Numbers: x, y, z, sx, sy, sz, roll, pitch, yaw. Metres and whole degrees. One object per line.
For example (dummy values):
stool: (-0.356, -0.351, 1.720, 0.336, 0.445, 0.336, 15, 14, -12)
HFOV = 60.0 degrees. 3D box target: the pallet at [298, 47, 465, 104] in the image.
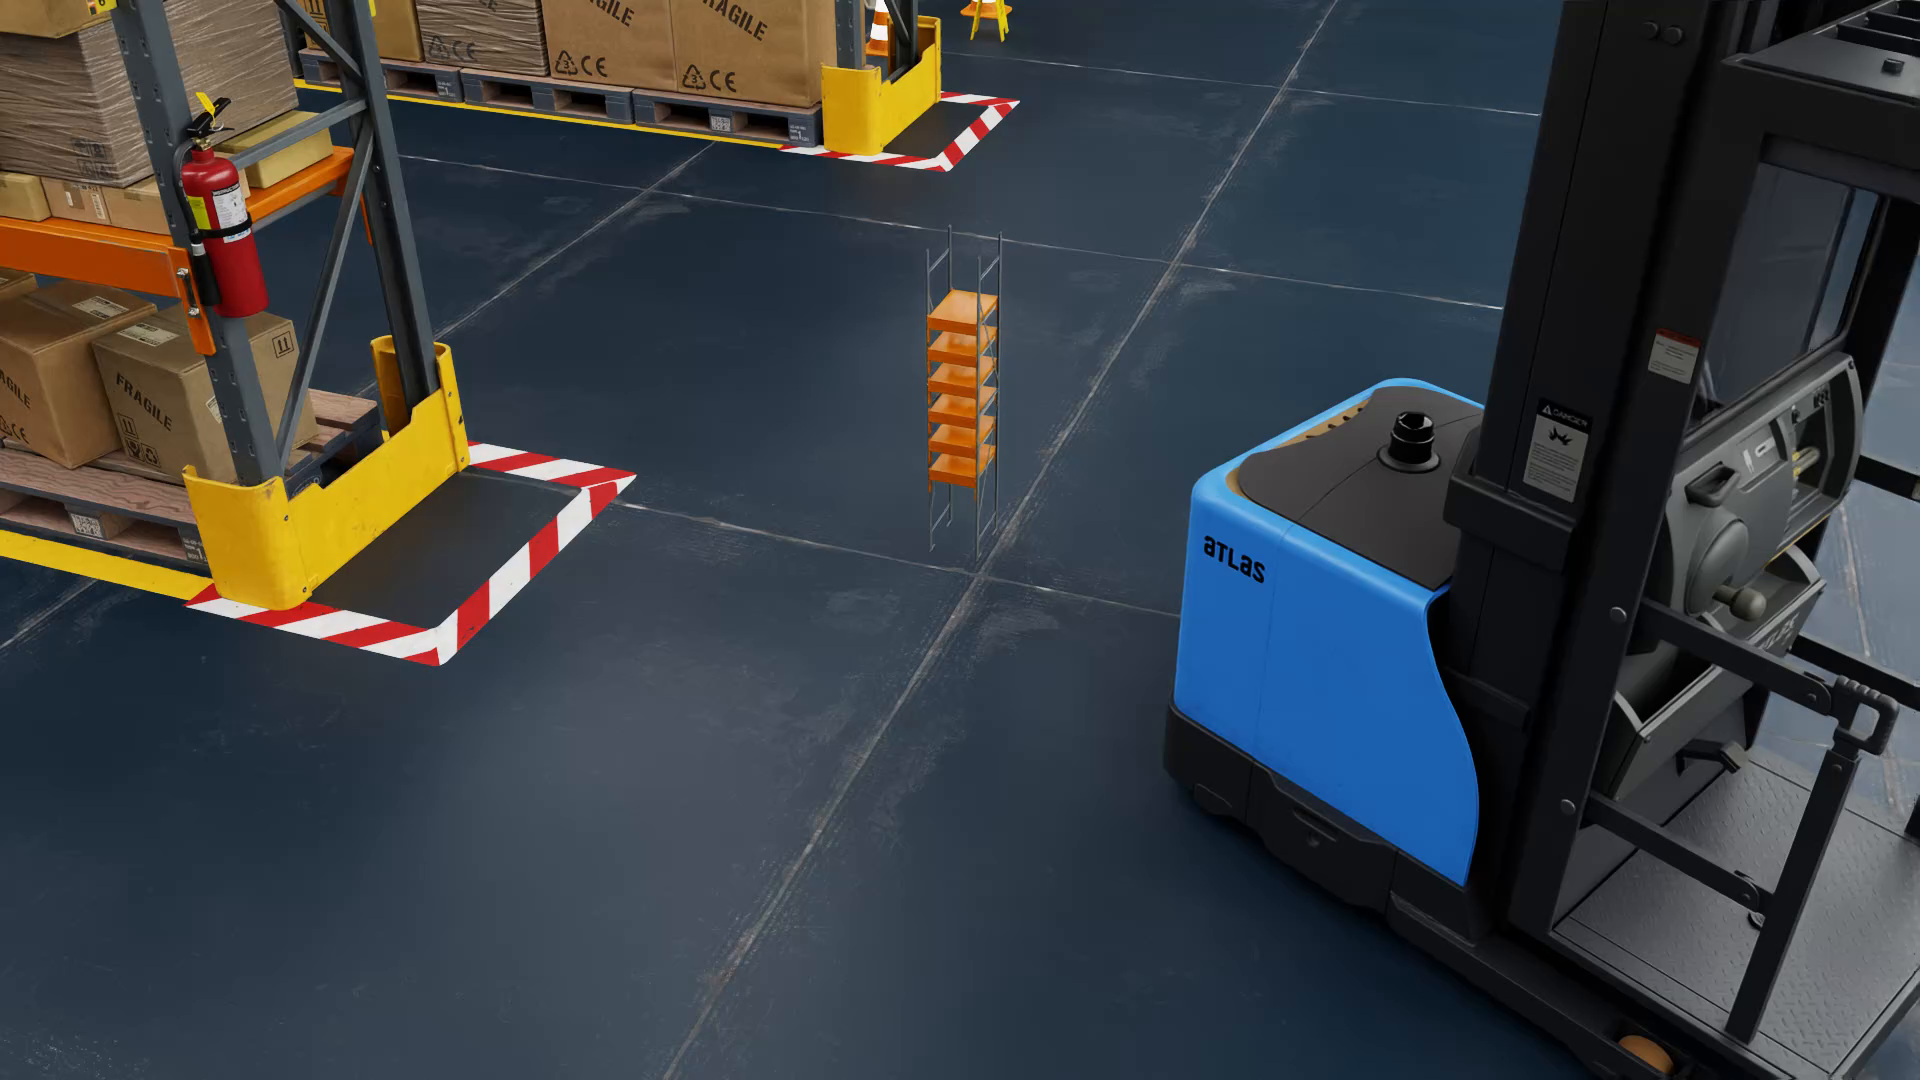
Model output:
pallet: (-3.562, -3.212, 11.031, 1.213, 0.211, 1.003, 11, 34, 16)

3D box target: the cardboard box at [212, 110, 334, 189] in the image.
cardboard box: (-2.442, -1.385, 5.861, 0.250, 0.149, 0.380, 11, 34, 16)

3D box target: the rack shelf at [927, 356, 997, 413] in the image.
rack shelf: (0.014, -0.565, 5.879, 0.180, 0.103, 0.258, 11, 34, 16)

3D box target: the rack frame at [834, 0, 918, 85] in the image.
rack frame: (-0.486, -3.831, 9.418, 0.127, 3.000, 1.000, 11, 34, 16)

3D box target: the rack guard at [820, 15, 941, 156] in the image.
rack guard: (-0.463, -2.776, 10.089, 0.348, 0.500, 1.175, 11, 34, 16)

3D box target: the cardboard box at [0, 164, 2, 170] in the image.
cardboard box: (-3.274, -1.629, 5.640, 0.500, 0.500, 0.875, 11, 34, 16)

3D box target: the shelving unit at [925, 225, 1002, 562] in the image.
shelving unit: (0.014, -0.501, 5.920, 0.189, 1.200, 0.258, 11, 34, 16)

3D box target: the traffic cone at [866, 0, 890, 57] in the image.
traffic cone: (-0.506, -3.587, 11.380, 0.334, 0.463, 0.336, 11, 34, 16)

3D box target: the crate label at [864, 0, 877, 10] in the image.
crate label: (-0.566, -4.077, 12.439, 0.298, 0.136, 0.250, -6, 33, -9)

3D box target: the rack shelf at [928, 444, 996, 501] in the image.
rack shelf: (0.014, -0.262, 6.075, 0.180, 0.103, 0.258, 11, 34, 16)

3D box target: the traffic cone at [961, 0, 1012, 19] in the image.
traffic cone: (0.195, -4.102, 12.177, 0.334, 0.463, 0.336, 11, 34, 16)

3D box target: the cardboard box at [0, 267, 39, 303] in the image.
cardboard box: (-3.993, -0.782, 6.613, 0.500, 0.500, 0.500, 14, 35, 21)

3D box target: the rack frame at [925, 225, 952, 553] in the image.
rack frame: (-0.073, -0.518, 5.946, 0.006, 1.200, 0.240, 11, 34, 16)

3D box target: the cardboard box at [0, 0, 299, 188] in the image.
cardboard box: (-2.763, -1.598, 5.594, 0.500, 0.500, 0.875, 11, 34, 16)

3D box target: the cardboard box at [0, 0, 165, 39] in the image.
cardboard box: (-2.855, -1.878, 5.105, 0.500, 0.500, 0.500, 11, 34, 16)

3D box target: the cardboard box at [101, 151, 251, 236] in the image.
cardboard box: (-2.592, -1.158, 5.510, 0.250, 0.149, 0.380, 11, 34, 16)

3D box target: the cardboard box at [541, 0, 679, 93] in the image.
cardboard box: (-1.975, -3.365, 10.268, 0.875, 0.875, 0.875, 10, 34, 16)

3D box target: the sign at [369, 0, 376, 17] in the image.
sign: (-2.071, -1.957, 5.718, 0.005, 0.325, 0.100, 11, 34, 16)

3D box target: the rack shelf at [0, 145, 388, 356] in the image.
rack shelf: (-4.137, -1.380, 6.286, 4.000, 0.370, 1.077, 11, 34, 16)

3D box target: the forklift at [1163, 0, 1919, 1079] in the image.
forklift: (1.980, -0.078, 3.669, 1.130, 2.935, 3.031, -26, 41, -34)

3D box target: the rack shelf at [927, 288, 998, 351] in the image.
rack shelf: (0.014, -0.767, 5.749, 0.180, 0.103, 0.258, 11, 34, 16)

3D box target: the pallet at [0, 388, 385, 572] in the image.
pallet: (-3.078, -0.326, 6.560, 1.213, 0.211, 1.003, 11, 34, 16)

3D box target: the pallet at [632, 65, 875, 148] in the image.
pallet: (-1.265, -2.766, 10.339, 1.213, 0.211, 1.003, 11, 34, 16)

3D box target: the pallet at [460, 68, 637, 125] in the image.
pallet: (-2.409, -2.990, 10.686, 1.213, 0.211, 1.003, 11, 34, 16)

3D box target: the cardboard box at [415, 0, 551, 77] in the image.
cardboard box: (-2.833, -3.533, 10.528, 0.875, 0.875, 0.875, 11, 35, 17)

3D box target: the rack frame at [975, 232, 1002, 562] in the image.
rack frame: (0.100, -0.485, 5.895, 0.006, 1.200, 0.240, 11, 34, 16)

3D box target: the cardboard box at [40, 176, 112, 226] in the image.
cardboard box: (-2.827, -1.204, 5.581, 0.250, 0.149, 0.380, 11, 34, 16)

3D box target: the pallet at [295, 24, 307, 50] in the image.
pallet: (-5.003, -3.494, 11.467, 1.213, 0.211, 1.003, 11, 34, 16)

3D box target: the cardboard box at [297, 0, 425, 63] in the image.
cardboard box: (-3.683, -3.696, 10.780, 0.875, 0.875, 0.875, 12, 35, 17)

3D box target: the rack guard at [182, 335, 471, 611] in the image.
rack guard: (-2.326, -0.280, 6.223, 0.348, 0.500, 1.175, 11, 34, 16)

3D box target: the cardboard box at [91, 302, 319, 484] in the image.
cardboard box: (-2.836, -0.566, 6.278, 0.500, 0.500, 0.500, 18, 37, 25)

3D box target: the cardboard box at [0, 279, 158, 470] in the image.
cardboard box: (-3.411, -0.658, 6.421, 0.500, 0.500, 0.500, 21, 38, 29)

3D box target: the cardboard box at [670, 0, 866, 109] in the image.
cardboard box: (-1.146, -3.205, 10.020, 0.875, 0.875, 0.875, 11, 35, 17)

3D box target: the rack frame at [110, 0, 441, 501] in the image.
rack frame: (-2.254, -1.317, 5.524, 0.127, 3.000, 1.000, 11, 34, 16)

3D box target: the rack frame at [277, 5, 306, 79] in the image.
rack frame: (-4.251, -4.563, 10.552, 0.127, 3.000, 1.000, 11, 34, 16)

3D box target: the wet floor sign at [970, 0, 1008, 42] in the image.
wet floor sign: (0.210, -3.847, 11.614, 0.232, 0.644, 0.267, 5, 33, 8)

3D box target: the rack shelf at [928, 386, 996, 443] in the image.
rack shelf: (0.014, -0.464, 5.945, 0.180, 0.103, 0.258, 11, 34, 16)

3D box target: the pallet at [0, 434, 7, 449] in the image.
pallet: (-4.223, -0.550, 6.907, 1.213, 0.211, 1.003, 11, 34, 16)

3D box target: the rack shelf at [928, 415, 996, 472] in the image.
rack shelf: (0.014, -0.363, 6.010, 0.180, 0.103, 0.258, 11, 34, 16)

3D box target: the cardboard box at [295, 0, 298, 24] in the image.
cardboard box: (-4.866, -3.862, 11.153, 0.750, 0.750, 1.050, 11, 34, 16)

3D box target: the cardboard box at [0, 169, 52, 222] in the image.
cardboard box: (-3.080, -1.223, 5.611, 0.250, 0.149, 0.380, 11, 34, 16)

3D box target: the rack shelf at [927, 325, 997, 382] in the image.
rack shelf: (0.014, -0.666, 5.814, 0.180, 0.103, 0.258, 11, 34, 16)

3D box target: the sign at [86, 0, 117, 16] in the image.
sign: (-2.460, -1.656, 4.691, 0.005, 0.325, 0.100, 11, 34, 16)

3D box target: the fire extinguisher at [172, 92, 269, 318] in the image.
fire extinguisher: (-2.302, -1.028, 5.148, 0.183, 0.674, 0.296, 11, 34, 16)
